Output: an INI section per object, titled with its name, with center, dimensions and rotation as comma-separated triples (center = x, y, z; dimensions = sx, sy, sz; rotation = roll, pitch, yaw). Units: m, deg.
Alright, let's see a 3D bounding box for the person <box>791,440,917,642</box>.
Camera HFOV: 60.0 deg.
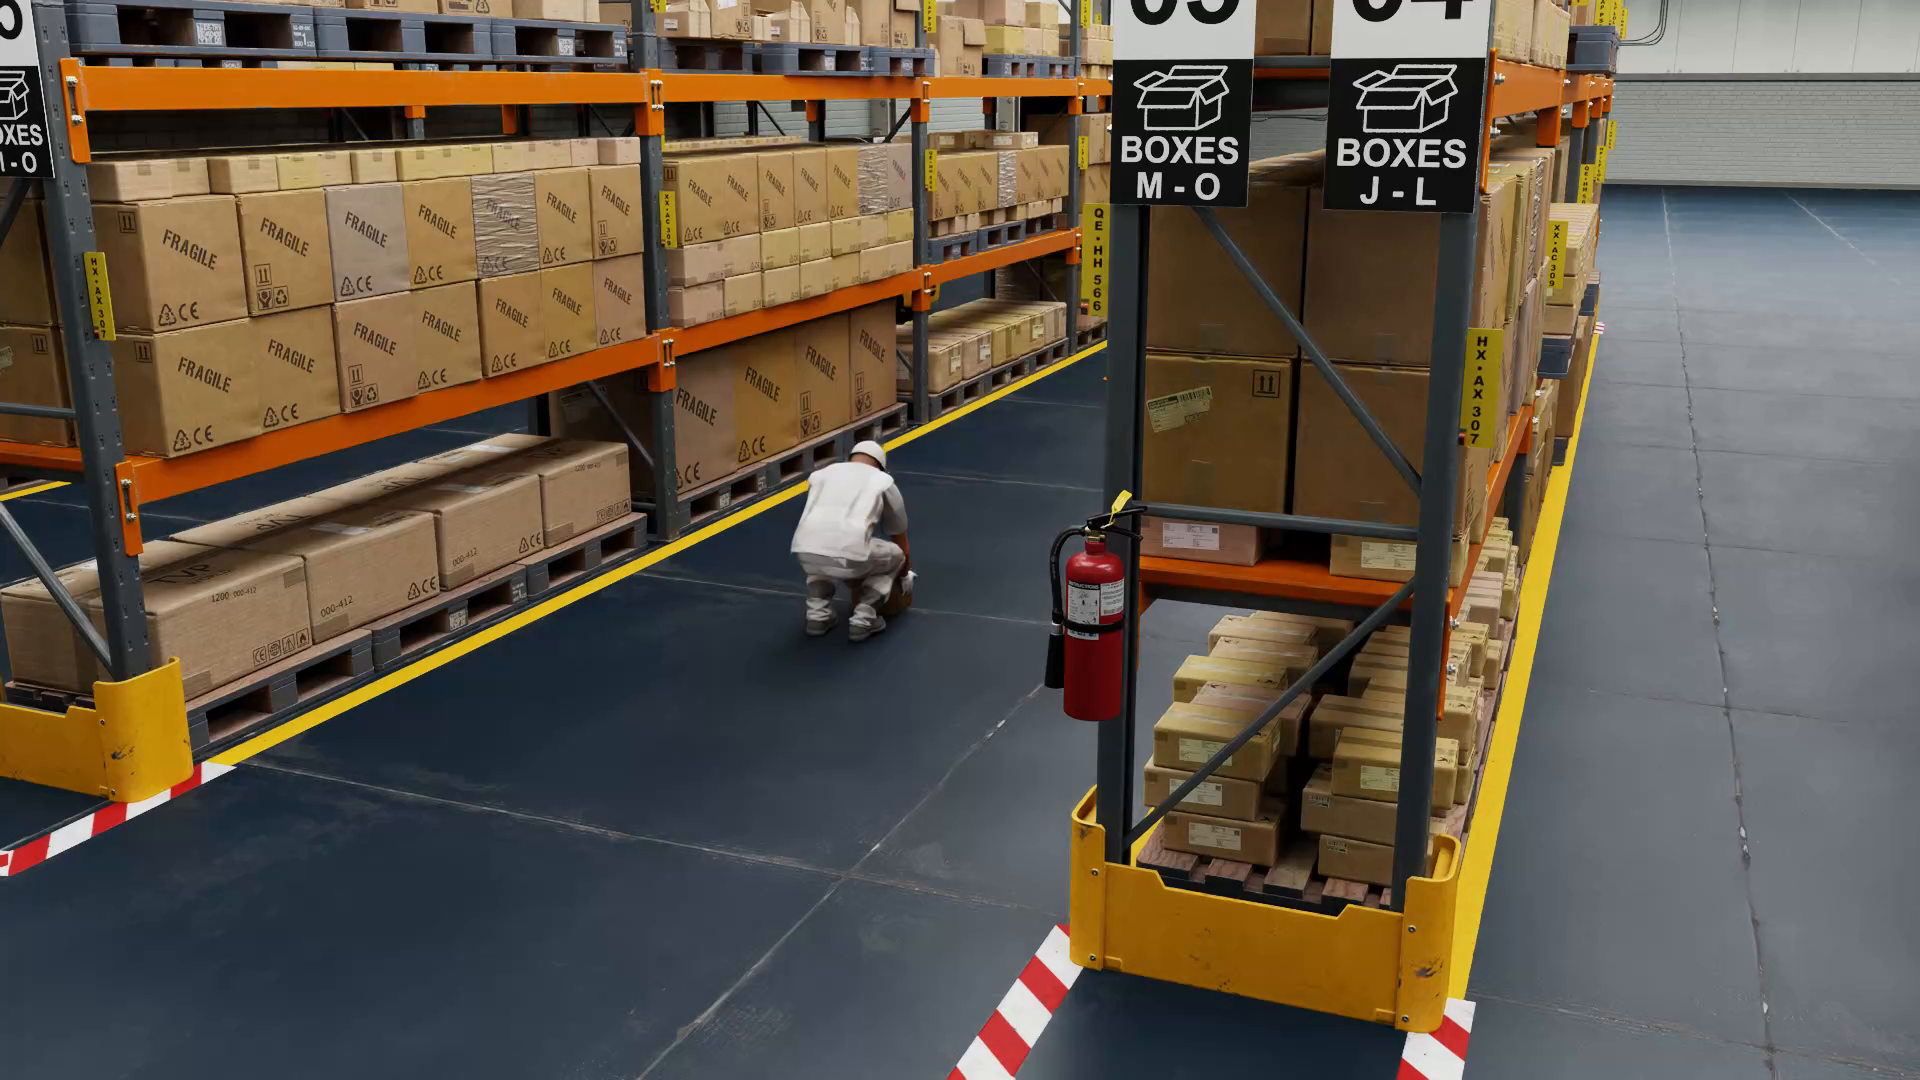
[person]
center = -0.576, 0.000, 8.638
dimensions = 0.570, 0.920, 0.886
rotation = 6, 16, 21
